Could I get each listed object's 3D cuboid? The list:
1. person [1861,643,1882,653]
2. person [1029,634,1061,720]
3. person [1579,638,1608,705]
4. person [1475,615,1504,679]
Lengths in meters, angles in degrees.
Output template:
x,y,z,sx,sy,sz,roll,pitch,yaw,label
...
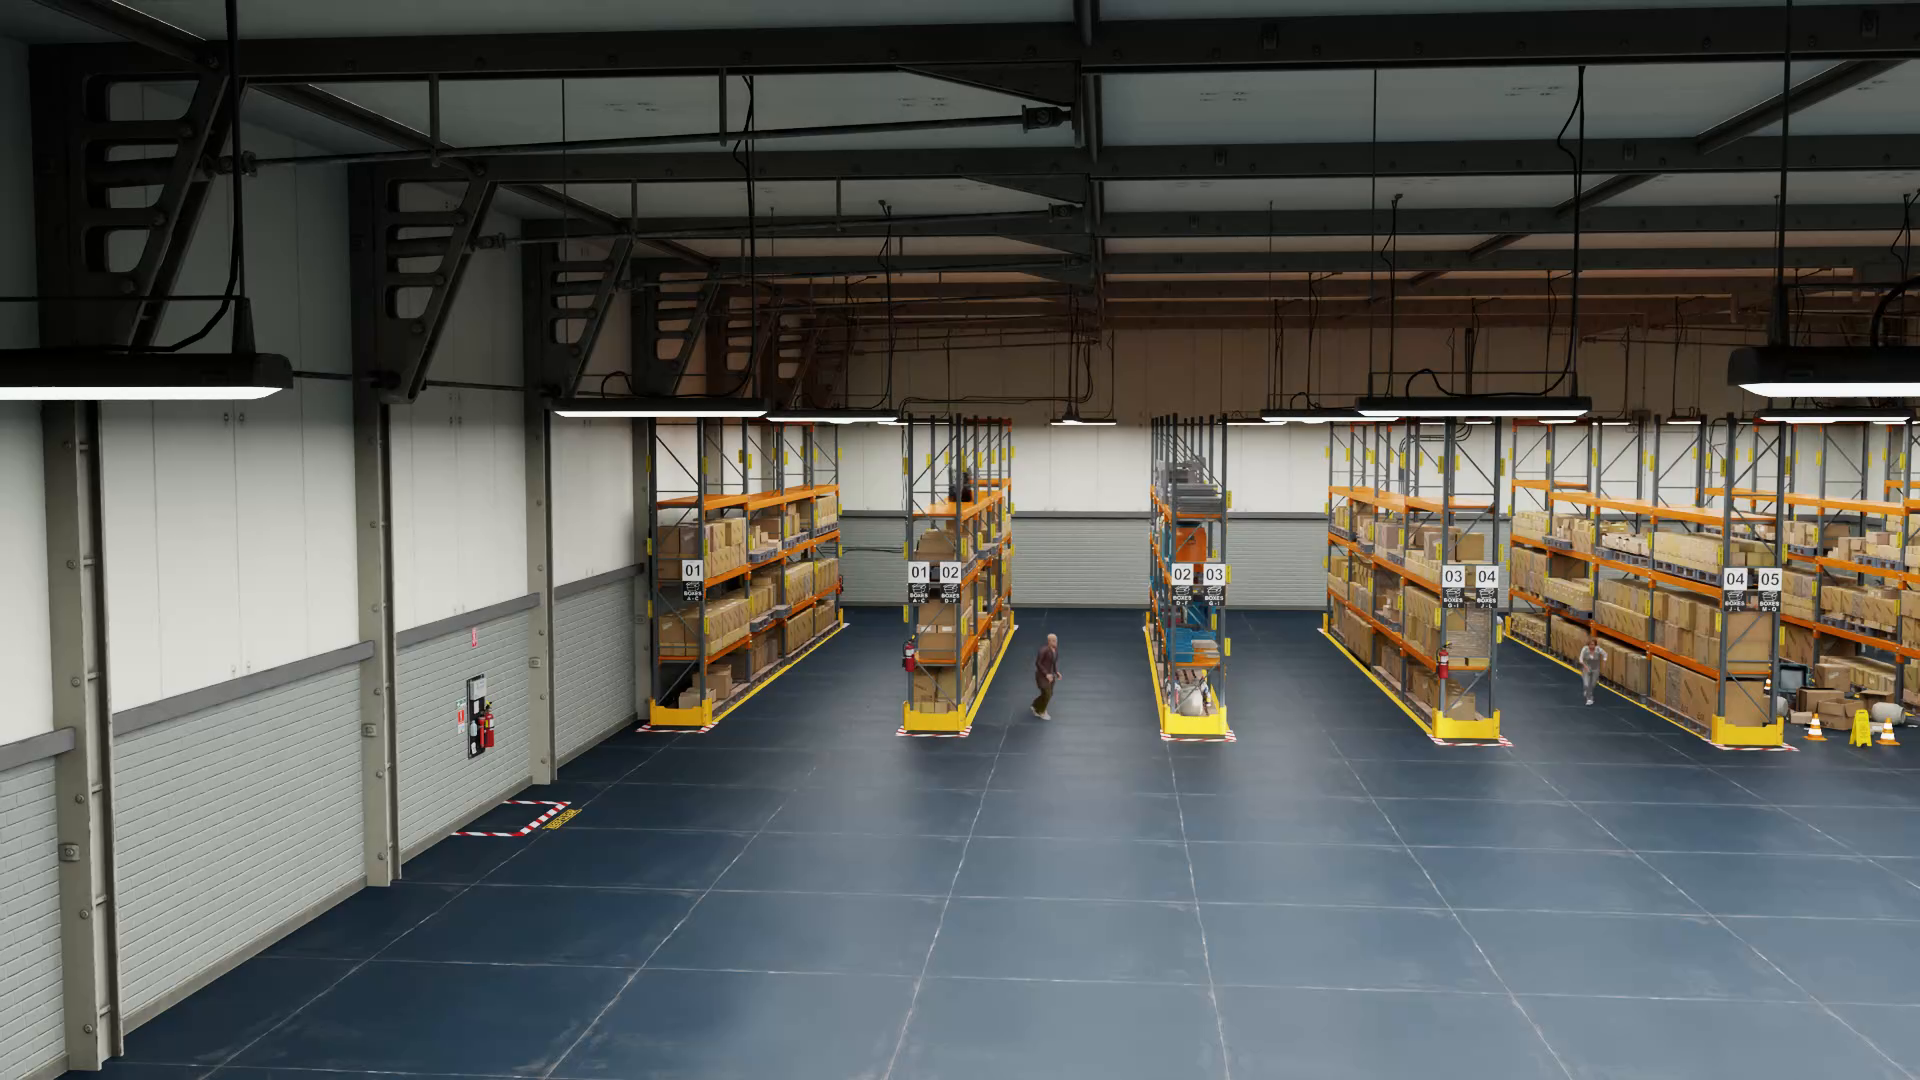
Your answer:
x,y,z,sx,sy,sz,roll,pitch,yaw,label
23.121,2.015,42.280,0.704,1.732,0.888,-1,4,-20,person
1.612,2.676,32.704,0.782,1.717,0.695,3,5,36,person
13.061,2.704,34.320,0.559,1.427,0.788,1,4,16,person
11.908,2.324,37.462,0.725,1.812,0.901,0,4,5,person
